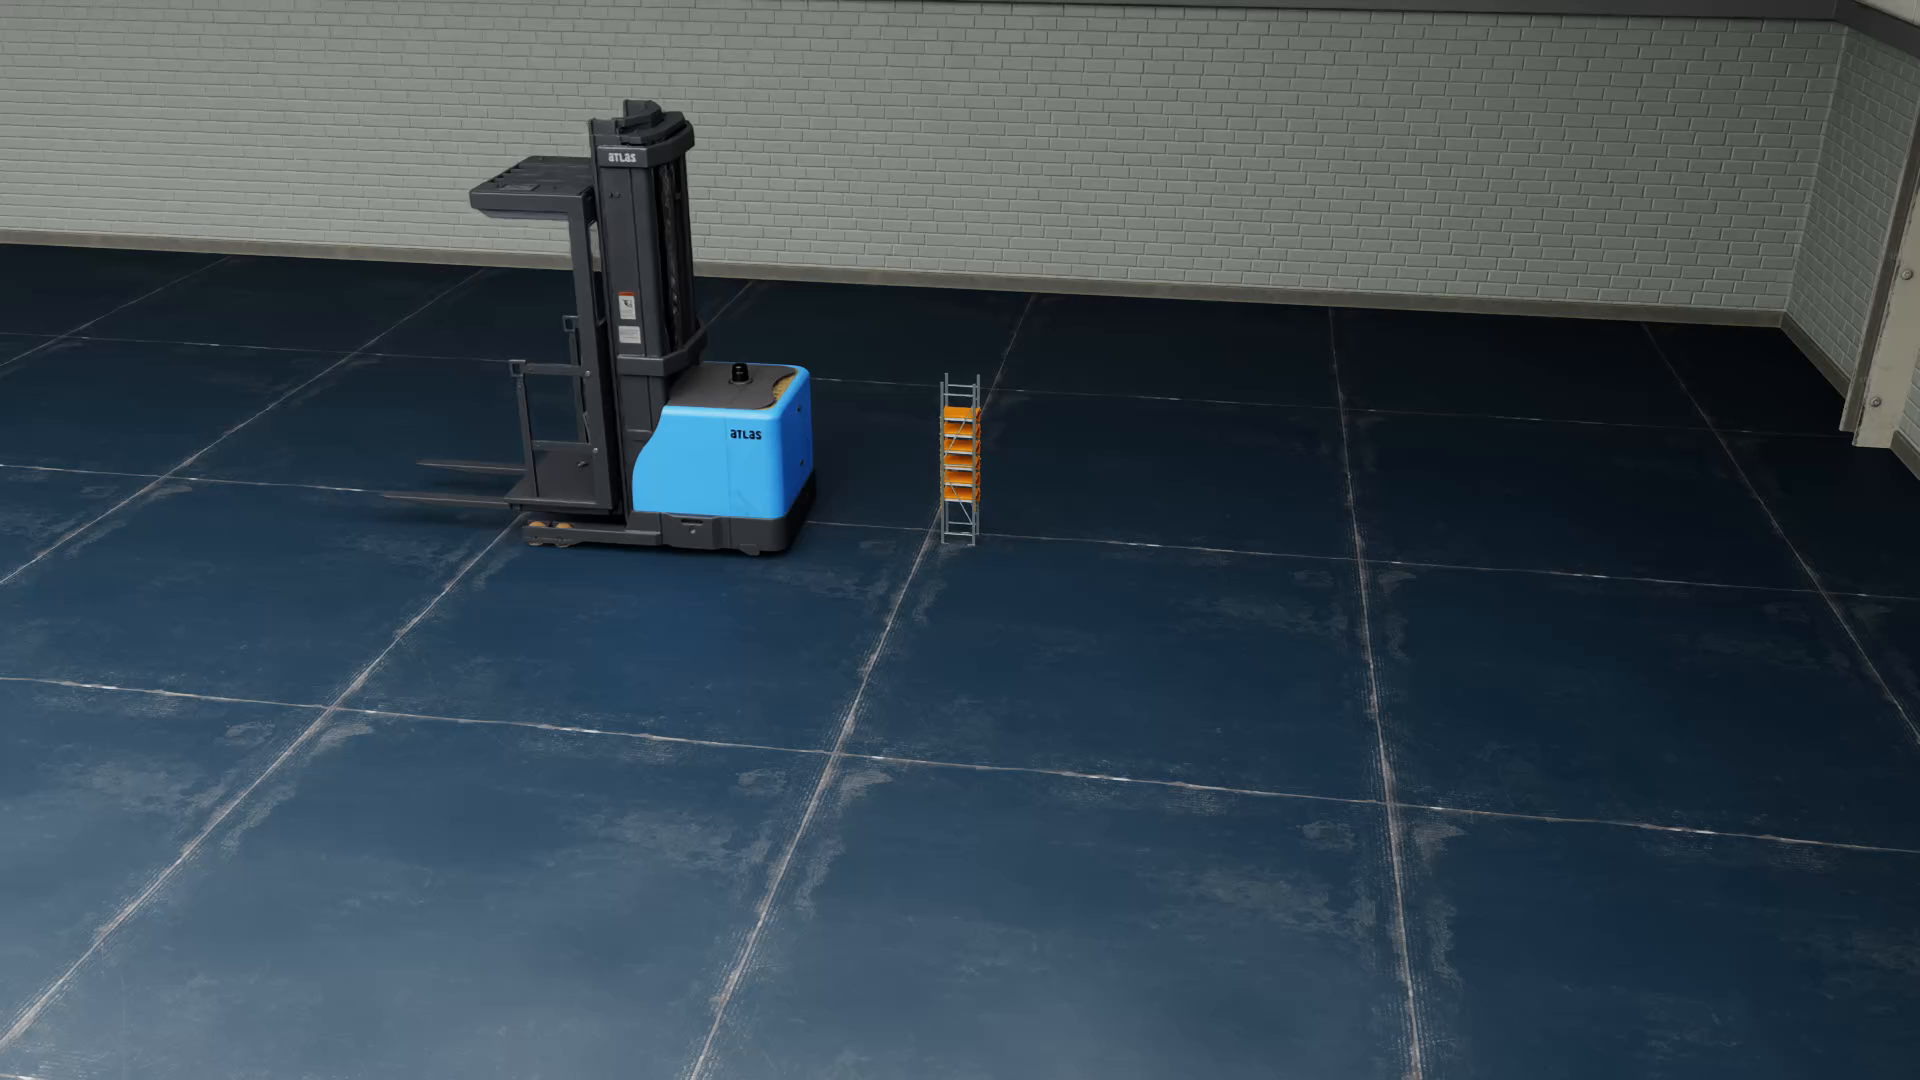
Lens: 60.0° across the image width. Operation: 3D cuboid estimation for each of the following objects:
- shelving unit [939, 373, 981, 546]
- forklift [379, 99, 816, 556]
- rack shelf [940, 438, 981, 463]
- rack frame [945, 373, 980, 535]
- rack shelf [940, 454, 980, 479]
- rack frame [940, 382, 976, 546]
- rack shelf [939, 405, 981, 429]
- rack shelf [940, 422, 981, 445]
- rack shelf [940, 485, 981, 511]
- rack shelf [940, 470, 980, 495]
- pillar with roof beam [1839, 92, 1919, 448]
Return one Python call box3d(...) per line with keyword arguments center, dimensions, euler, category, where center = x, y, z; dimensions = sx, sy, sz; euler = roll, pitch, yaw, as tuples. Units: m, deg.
box3d(center=(0.002, -0.549, 11.509), dimensions=(0.258, 1.200, 0.189), euler=(4, 25, 9), category="shelving unit")
box3d(center=(-2.619, -1.491, 11.478), dimensions=(3.031, 2.935, 1.130), euler=(4, 25, 8), category="forklift")
box3d(center=(0.002, -0.618, 11.477), dimensions=(0.258, 0.103, 0.180), euler=(4, 25, 9), category="rack shelf")
box3d(center=(0.017, -0.588, 11.590), dimensions=(0.240, 1.200, 0.006), euler=(4, 25, 9), category="rack frame")
box3d(center=(0.002, -0.509, 11.527), dimensions=(0.258, 0.103, 0.180), euler=(4, 25, 9), category="rack shelf")
box3d(center=(-0.013, -0.511, 11.427), dimensions=(0.240, 1.200, 0.006), euler=(4, 25, 9), category="rack frame")
box3d(center=(0.002, -0.835, 11.375), dimensions=(0.258, 0.103, 0.180), euler=(4, 25, 9), category="rack shelf")
box3d(center=(0.002, -0.727, 11.426), dimensions=(0.258, 0.103, 0.180), euler=(4, 25, 9), category="rack shelf")
box3d(center=(0.002, -0.292, 11.629), dimensions=(0.258, 0.103, 0.180), euler=(4, 25, 9), category="rack shelf")
box3d(center=(0.002, -0.401, 11.578), dimensions=(0.258, 0.103, 0.180), euler=(4, 25, 9), category="rack shelf")
box3d(center=(3.121, -5.201, 12.247), dimensions=(9.100, 9.000, 0.400), euler=(4, 25, 9), category="pillar with roof beam")
